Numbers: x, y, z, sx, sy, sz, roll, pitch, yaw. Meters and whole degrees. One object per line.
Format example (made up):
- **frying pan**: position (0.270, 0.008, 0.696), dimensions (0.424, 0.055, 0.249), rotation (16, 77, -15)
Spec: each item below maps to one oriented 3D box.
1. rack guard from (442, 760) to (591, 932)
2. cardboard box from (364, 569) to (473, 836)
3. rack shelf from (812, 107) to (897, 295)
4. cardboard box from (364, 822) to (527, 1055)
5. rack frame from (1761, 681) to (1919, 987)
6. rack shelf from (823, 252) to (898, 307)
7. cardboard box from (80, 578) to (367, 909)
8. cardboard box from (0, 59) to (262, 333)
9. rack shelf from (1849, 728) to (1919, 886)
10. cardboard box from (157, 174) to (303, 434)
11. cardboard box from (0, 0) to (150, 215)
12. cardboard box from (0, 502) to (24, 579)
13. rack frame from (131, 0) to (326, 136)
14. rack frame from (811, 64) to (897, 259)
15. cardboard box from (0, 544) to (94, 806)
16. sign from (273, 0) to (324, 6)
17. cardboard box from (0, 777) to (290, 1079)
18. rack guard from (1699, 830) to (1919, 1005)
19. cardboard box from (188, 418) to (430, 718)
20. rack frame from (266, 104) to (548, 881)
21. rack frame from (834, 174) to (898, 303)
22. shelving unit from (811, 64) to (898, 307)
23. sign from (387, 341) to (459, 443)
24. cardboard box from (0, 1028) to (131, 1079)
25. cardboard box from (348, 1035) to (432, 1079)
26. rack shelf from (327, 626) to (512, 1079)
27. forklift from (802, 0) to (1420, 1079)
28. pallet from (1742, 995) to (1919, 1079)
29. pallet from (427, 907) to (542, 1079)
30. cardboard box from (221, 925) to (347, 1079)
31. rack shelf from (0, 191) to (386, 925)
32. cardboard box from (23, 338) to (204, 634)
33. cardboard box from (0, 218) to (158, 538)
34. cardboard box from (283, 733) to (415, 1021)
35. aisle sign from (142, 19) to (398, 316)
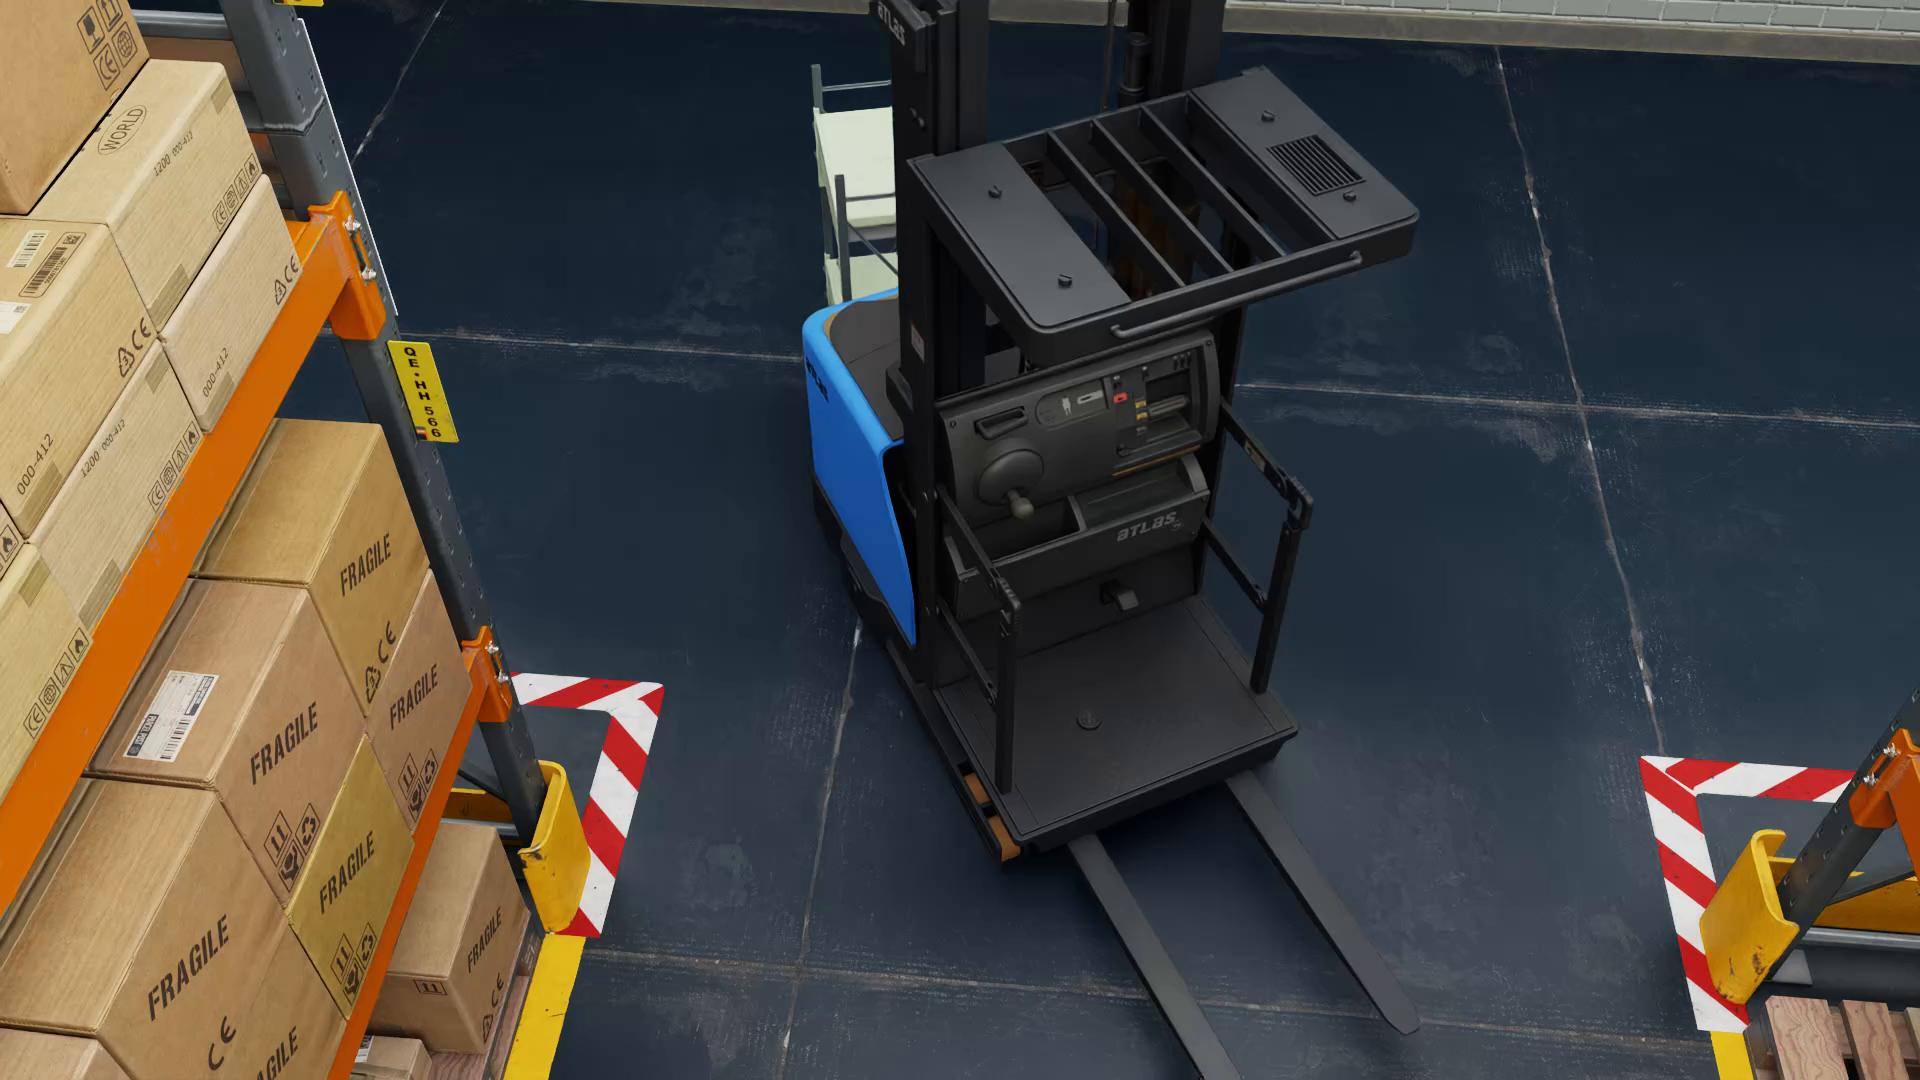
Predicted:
- **rack guard**: position (-1.871, 0.985, 5.536), dimensions (1.175, 0.500, 0.348), rotation (4, 48, 4)
- **cardboard box**: position (-1.634, 0.399, 4.310), dimensions (0.500, 0.500, 0.500), rotation (5, 48, 5)
- **rack shelf**: position (-0.313, -1.344, 6.460), dimensions (0.431, 0.370, 0.720), rotation (-7, 48, -7)
- **cardboard box**: position (-1.668, 1.197, 5.044), dimensions (0.500, 0.500, 0.500), rotation (4, 48, 4)
- **rack frame**: position (3.068, 0.421, 4.358), dimensions (1.000, 3.000, 0.127), rotation (4, 48, 4)
- **rack shelf**: position (-0.313, -0.861, 6.988), dimensions (0.431, 0.370, 0.720), rotation (-7, 48, -7)
- **cardboard box**: position (-1.676, 0.431, 3.603), dimensions (0.500, 0.500, 0.500), rotation (5, 48, 5)
- **cardboard box**: position (-1.657, -0.650, 3.068), dimensions (0.500, 0.250, 0.500), rotation (4, 48, 4)
- **rack shelf**: position (2.886, 2.134, 3.279), dimensions (1.077, 0.370, 4.000), rotation (4, 48, 4)
- **cardboard box**: position (-1.648, -0.481, 3.252), dimensions (0.500, 0.250, 0.500), rotation (4, 48, 4)
- **cardboard box**: position (-1.895, -0.919, 2.806), dimensions (0.700, 0.500, 0.500), rotation (4, 48, 4)
- **cardboard box**: position (-1.751, 0.084, 2.396), dimensions (0.500, 0.250, 0.500), rotation (4, 48, 4)
- **rack frame**: position (-1.864, -1.939, 2.451), dimensions (1.000, 3.000, 0.127), rotation (4, 48, 4)
- **rack frame**: position (-0.377, -1.347, 6.991), dimensions (0.400, 1.500, 0.023), rotation (-7, 48, -7)
- **cardboard box**: position (-1.737, 0.254, 2.580), dimensions (0.500, 0.250, 0.500), rotation (4, 48, 4)
- **sign**: position (-1.313, -1.174, 3.184), dimensions (0.100, 0.325, 0.005), rotation (4, 48, 4)
- **cardboard box**: position (-1.718, 0.812, 3.255), dimensions (0.500, 0.500, 0.500), rotation (5, 48, 5)
- **rack guard**: position (3.058, 1.246, 5.297), dimensions (1.175, 0.500, 0.348), rotation (4, 48, 4)
- **cardboard box**: position (-1.631, 0.060, 3.943), dimensions (0.500, 0.500, 0.500), rotation (3, 48, 3)
- **rack frame**: position (-1.864, 0.085, 4.665), dimensions (1.000, 3.000, 0.127), rotation (4, 48, 4)
- **rack frame**: position (-0.249, -0.815, 6.505), dimensions (0.400, 1.500, 0.023), rotation (-7, 48, -7)
- **shelving unit**: position (-0.313, -1.081, 6.748), dimensions (0.431, 1.500, 0.755), rotation (-7, 48, -7)
- **sign**: position (-1.313, -0.360, 4.074), dimensions (0.100, 0.325, 0.005), rotation (4, 48, 4)
- **cardboard box**: position (-1.765, 1.190, 2.910), dimensions (0.500, 0.500, 0.500), rotation (5, 48, 5)
- **cardboard box**: position (-1.795, 1.601, 4.901), dimensions (0.380, 0.166, 0.250), rotation (4, 48, 4)
- **rack shelf**: position (-2.046, 1.798, 3.586), dimensions (1.077, 0.370, 4.000), rotation (4, 48, 4)
- **forklift**: position (0.480, -0.252, 5.020), dimensions (1.130, 2.935, 3.031), rotation (-19, 50, -16)
- **pallet**: position (2.955, 1.966, 4.835), dimensions (1.003, 0.211, 1.213), rotation (4, 48, 4)
- **pallet**: position (-1.943, 1.668, 5.107), dimensions (1.003, 0.211, 1.213), rotation (4, 48, 4)
- **cardboard box**: position (-1.728, 1.147, 3.626), dimensions (0.500, 0.500, 0.500), rotation (4, 48, 4)
- **rack shelf**: position (-2.046, 0.786, 2.479), dimensions (1.077, 0.370, 4.000), rotation (4, 48, 4)
- **cardboard box**: position (-1.705, -0.114, 2.917), dimensions (0.500, 0.250, 0.500), rotation (4, 48, 4)
- **cardboard box**: position (-1.702, -0.283, 2.732), dimensions (0.500, 0.250, 0.500), rotation (4, 48, 4)
- **cardboard box**: position (-1.678, 0.781, 3.961), dimensions (0.500, 0.500, 0.500), rotation (4, 48, 4)
- **aisle sign**: position (-1.553, -0.821, 3.733), dimensions (0.394, 0.787, 0.004), rotation (4, 48, 4)
